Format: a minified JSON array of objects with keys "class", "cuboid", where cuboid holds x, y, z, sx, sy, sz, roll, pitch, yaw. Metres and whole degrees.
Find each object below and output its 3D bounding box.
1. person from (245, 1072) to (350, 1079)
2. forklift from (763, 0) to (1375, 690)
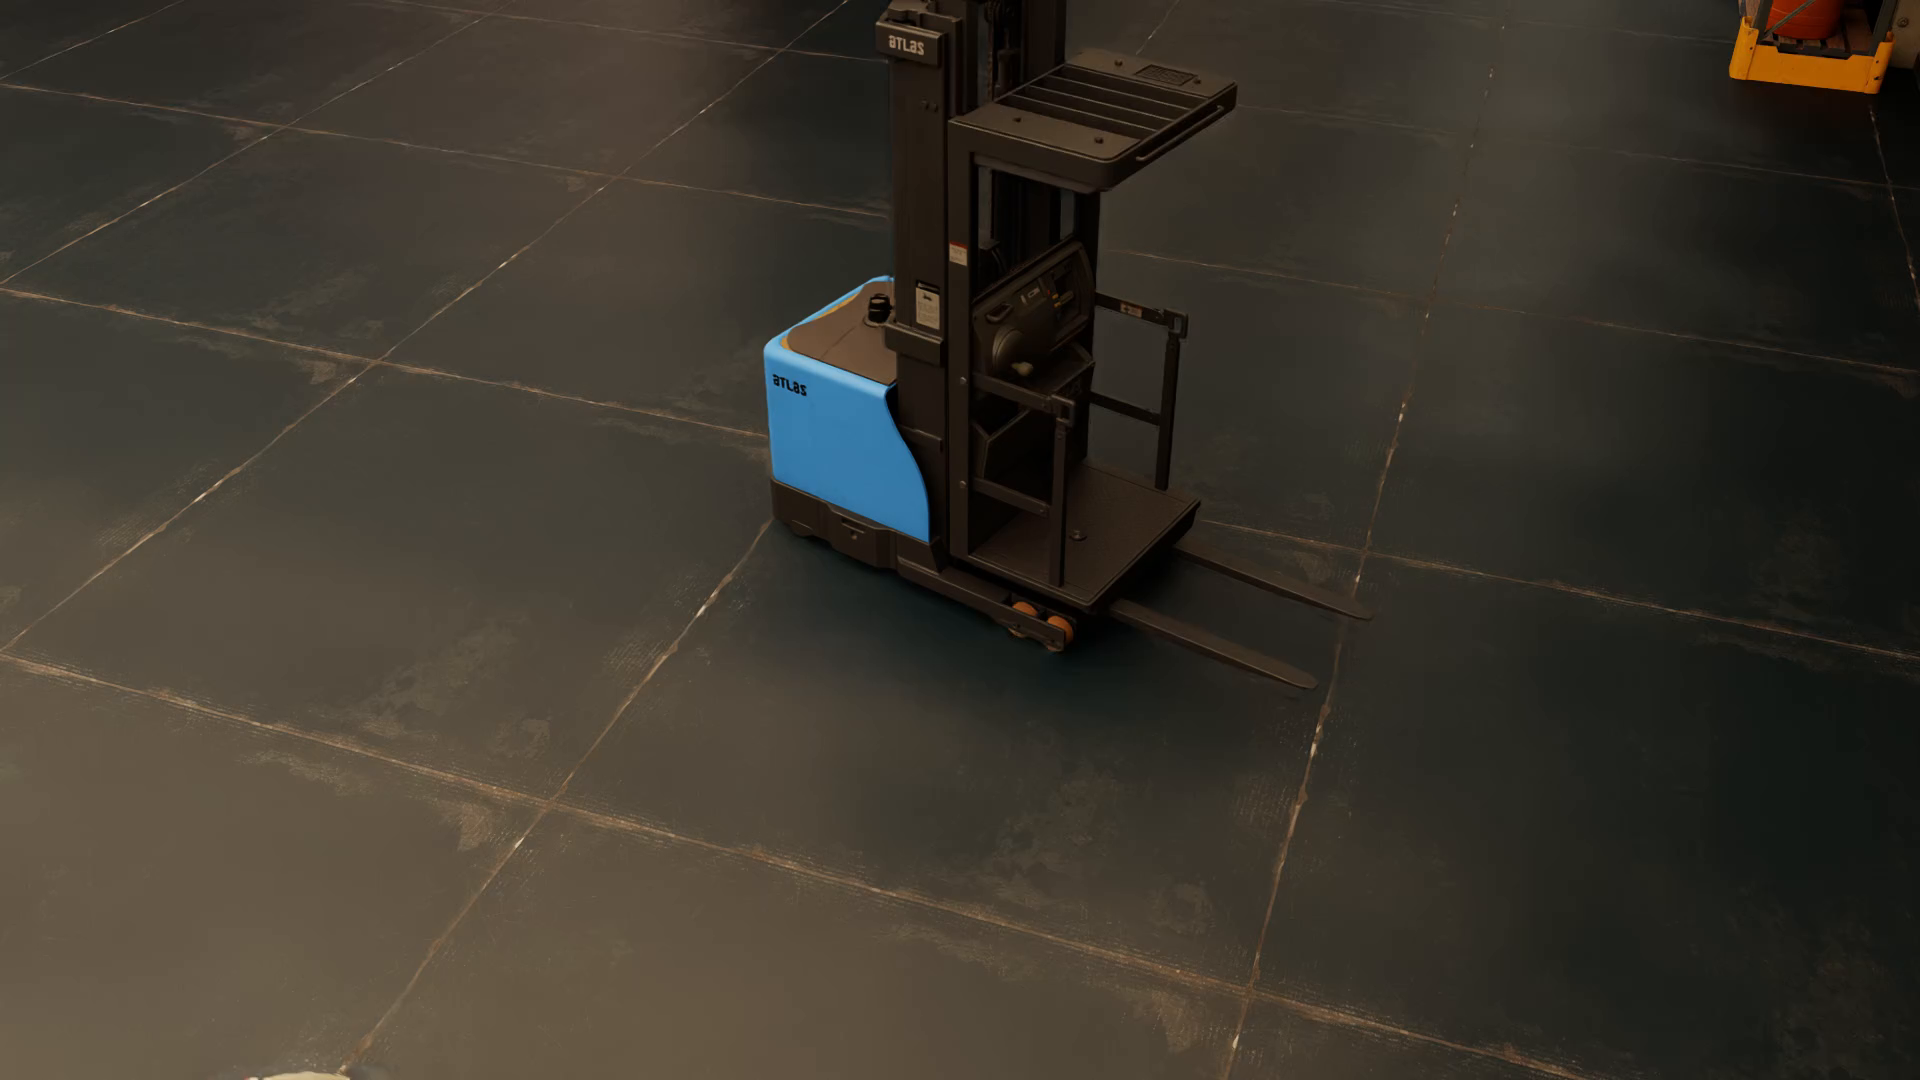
[{"class":"person","cuboid":[-1.952,1.963,4.514,1.041,1.672,0.521,-18,39,-24]},{"class":"forklift","cuboid":[0.513,-1.016,7.544,3.031,2.935,1.130,22,41,28]}]
